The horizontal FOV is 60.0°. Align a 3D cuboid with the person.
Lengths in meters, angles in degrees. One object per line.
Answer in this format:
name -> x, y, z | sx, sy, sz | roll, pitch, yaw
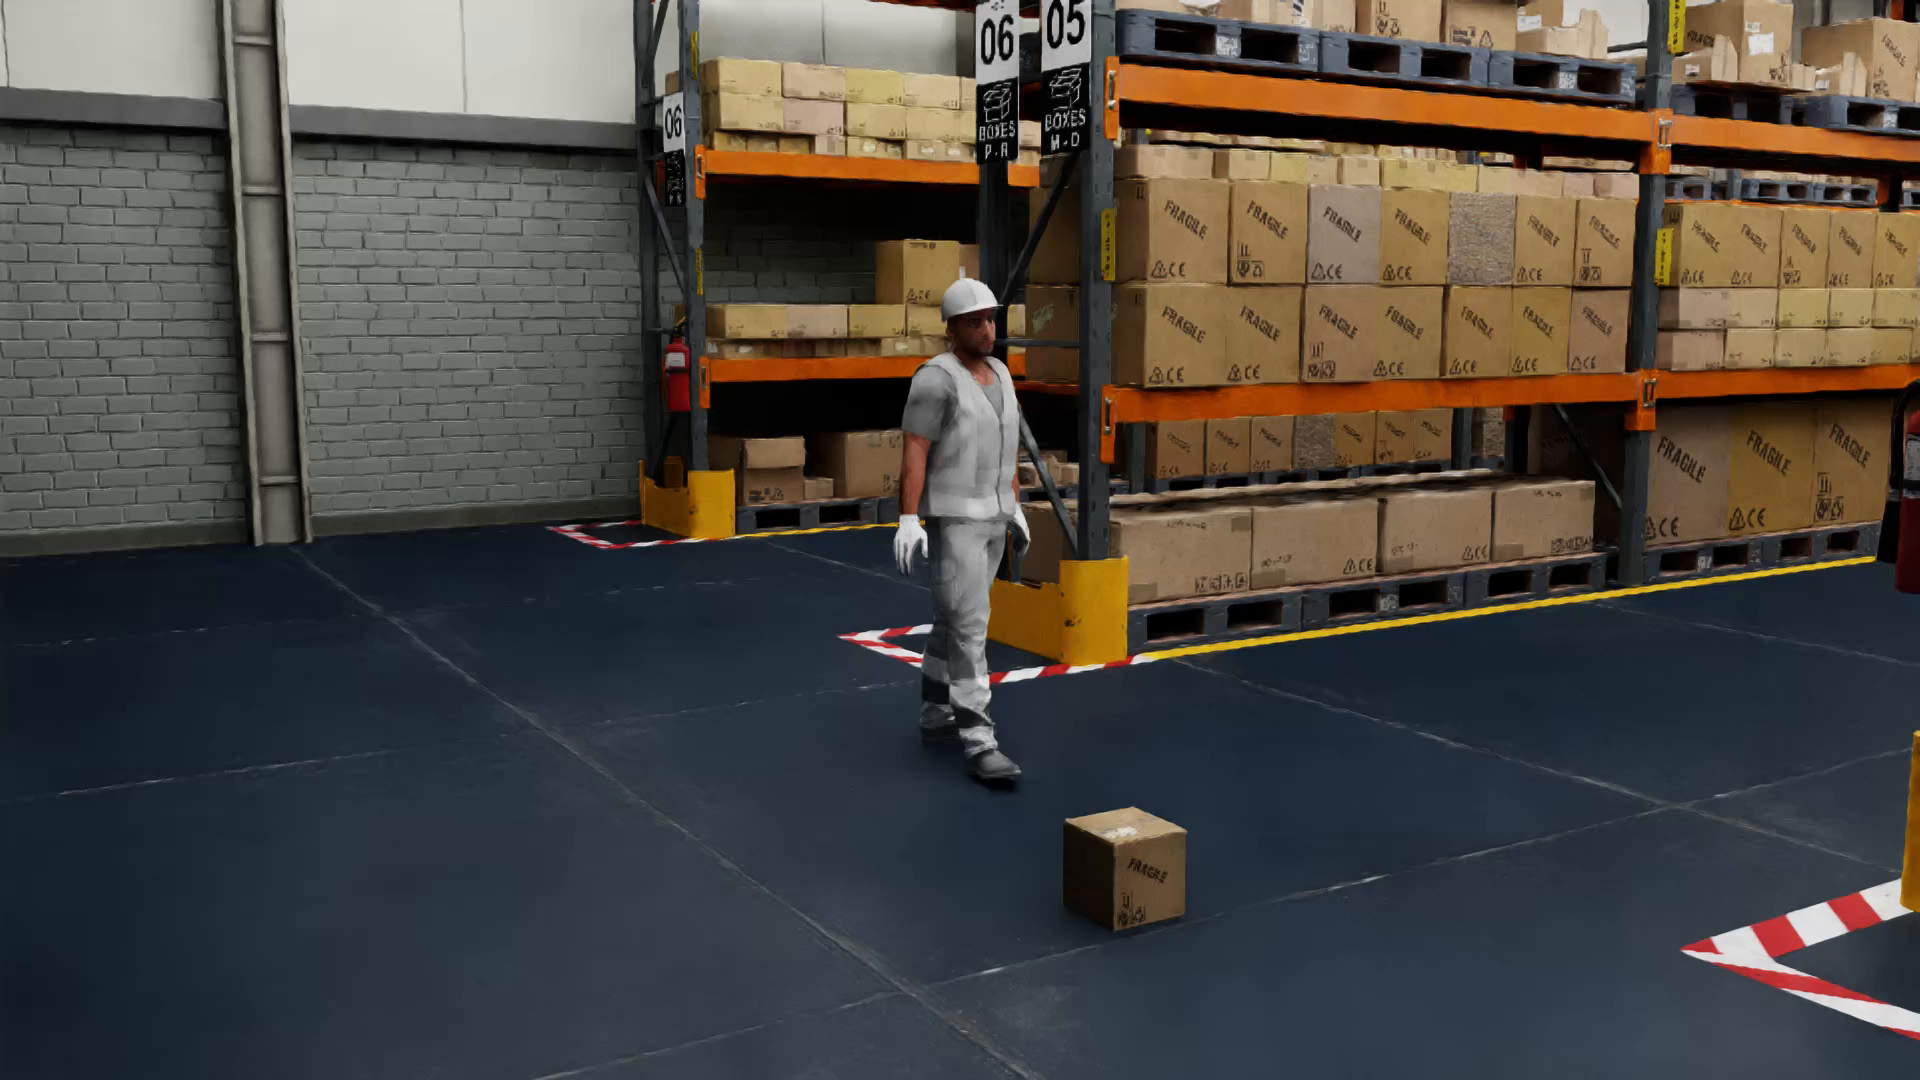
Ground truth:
person -> 0.041, -0.050, 6.051 | 0.639, 1.789, 0.693 | 6, 10, 34
